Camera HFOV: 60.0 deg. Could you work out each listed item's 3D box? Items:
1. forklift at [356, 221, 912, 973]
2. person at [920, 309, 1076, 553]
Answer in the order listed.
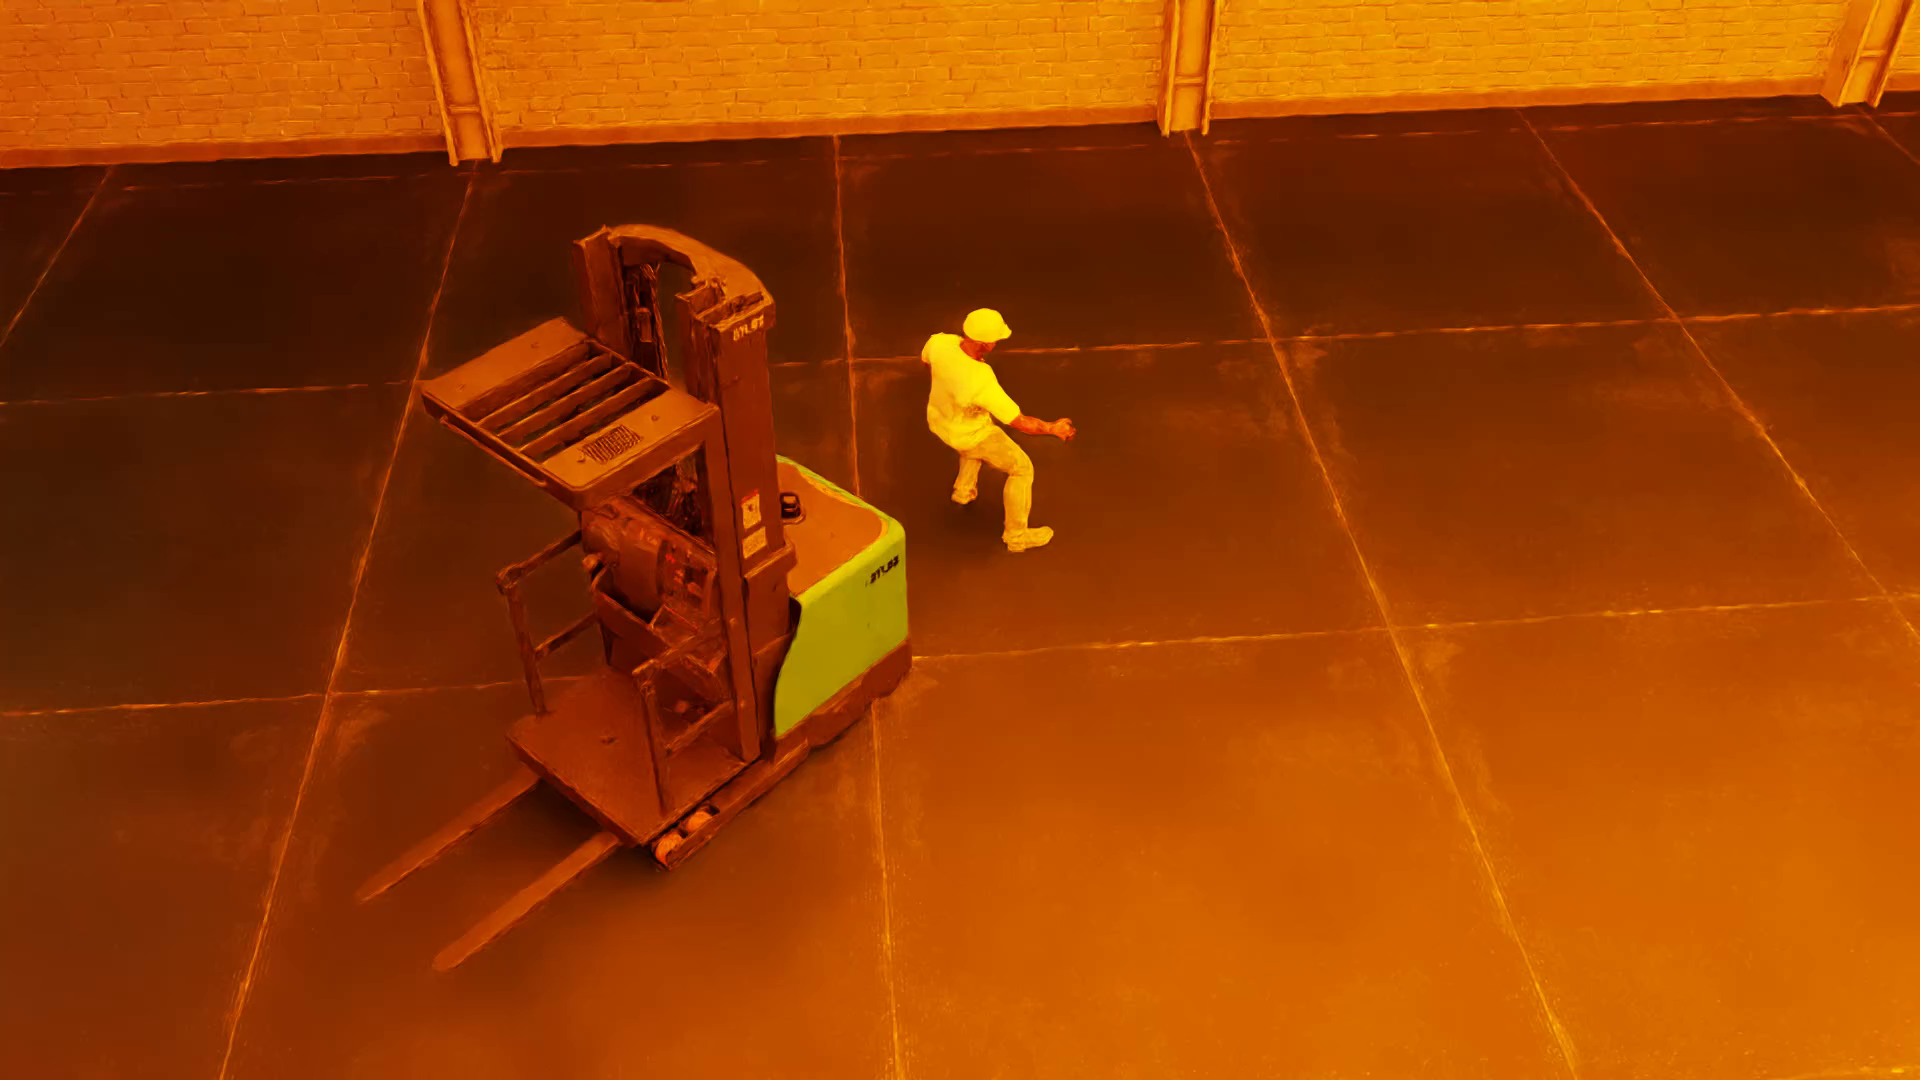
[{"bbox_3d":[-1.619,0.139,7.776,1.130,2.935,3.031,30,49,30],"label":"forklift"},{"bbox_3d":[0.159,-0.746,9.833,0.648,1.611,0.929,-26,47,-27],"label":"person"}]
